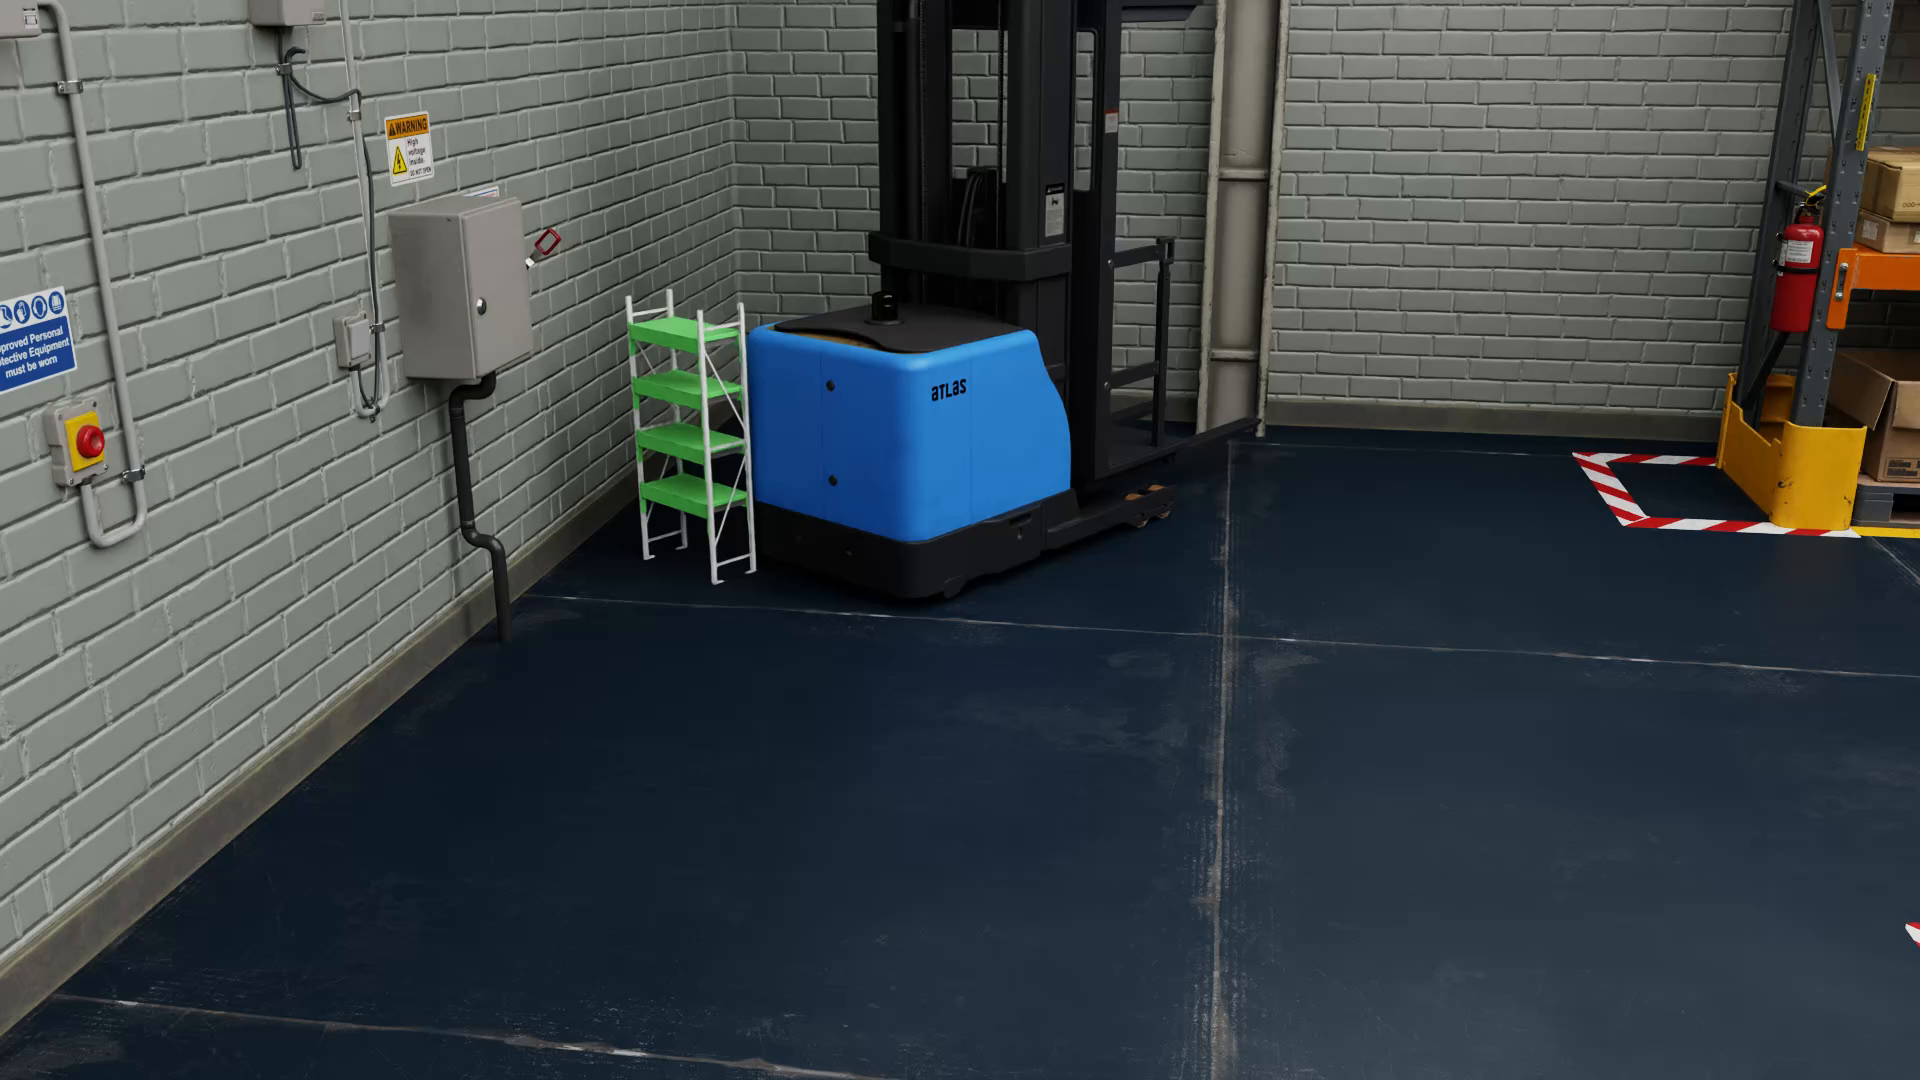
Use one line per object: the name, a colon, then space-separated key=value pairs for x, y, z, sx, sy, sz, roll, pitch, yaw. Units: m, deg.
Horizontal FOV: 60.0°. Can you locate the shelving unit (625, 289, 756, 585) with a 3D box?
shelving unit: x=-1.173 y=-0.455 z=7.269 sx=0.503 sy=1.200 sz=0.258 roll=17 pitch=25 yaw=40

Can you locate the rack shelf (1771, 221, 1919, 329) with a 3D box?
rack shelf: x=6.080 y=-1.217 z=7.845 sx=4.000 sy=0.370 sz=1.077 roll=3 pitch=19 yaw=9

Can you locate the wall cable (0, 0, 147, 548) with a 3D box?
wall cable: x=-2.250 y=-0.876 z=4.044 sx=0.123 sy=1.953 sz=0.585 roll=3 pitch=19 yaw=9

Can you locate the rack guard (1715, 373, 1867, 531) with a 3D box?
rack guard: x=4.180 y=-0.469 z=8.417 sx=0.348 sy=0.500 sz=1.175 roll=3 pitch=19 yaw=9

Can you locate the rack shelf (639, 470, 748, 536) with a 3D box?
rack shelf: x=-1.171 y=-0.168 z=7.367 sx=0.480 sy=0.148 sz=0.258 roll=17 pitch=25 yaw=40

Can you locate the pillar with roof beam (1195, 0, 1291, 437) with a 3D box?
pillar with roof beam: x=0.903 y=-3.573 z=4.299 sx=0.400 sy=9.000 sz=9.100 roll=3 pitch=19 yaw=9

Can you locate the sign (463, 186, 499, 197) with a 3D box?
sign: x=-1.899 y=-1.150 z=6.664 sx=0.001 sy=0.494 sz=0.329 roll=3 pitch=19 yaw=9

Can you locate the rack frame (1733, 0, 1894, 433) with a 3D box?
rack frame: x=4.105 y=-1.658 z=8.032 sx=0.127 sy=3.000 sz=1.000 roll=3 pitch=19 yaw=9

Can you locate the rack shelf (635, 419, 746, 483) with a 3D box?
rack shelf: x=-1.172 y=-0.395 z=7.290 sx=0.480 sy=0.148 sz=0.258 roll=17 pitch=25 yaw=40

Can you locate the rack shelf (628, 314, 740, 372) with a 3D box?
rack shelf: x=-1.175 y=-0.849 z=7.135 sx=0.480 sy=0.148 sz=0.258 roll=17 pitch=25 yaw=40

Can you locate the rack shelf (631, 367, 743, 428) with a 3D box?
rack shelf: x=-1.174 y=-0.622 z=7.212 sx=0.480 sy=0.148 sz=0.258 roll=17 pitch=25 yaw=40

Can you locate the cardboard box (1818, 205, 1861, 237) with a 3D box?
cardboard box: x=4.475 y=-1.607 z=8.273 sx=0.250 sy=0.149 sz=0.380 roll=3 pitch=19 yaw=8

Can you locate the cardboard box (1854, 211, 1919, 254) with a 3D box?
cardboard box: x=4.386 y=-1.437 z=7.766 sx=0.250 sy=0.149 sz=0.380 roll=3 pitch=19 yaw=8

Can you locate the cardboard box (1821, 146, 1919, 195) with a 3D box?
cardboard box: x=4.601 y=-1.788 z=8.188 sx=0.500 sy=0.250 sz=0.500 roll=3 pitch=19 yaw=10

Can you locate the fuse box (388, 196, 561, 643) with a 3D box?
fuse box: x=-1.772 y=-0.419 z=6.360 sx=0.414 sy=1.711 sz=0.539 roll=3 pitch=19 yaw=9

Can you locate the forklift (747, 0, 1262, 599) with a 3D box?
forklift: x=0.406 y=-1.540 z=7.786 sx=1.130 sy=2.935 sz=3.031 roll=15 pitch=24 yaw=38

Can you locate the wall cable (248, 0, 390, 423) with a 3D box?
wall cable: x=-2.036 y=-1.306 z=5.379 sx=0.122 sy=1.984 sz=0.588 roll=3 pitch=19 yaw=9

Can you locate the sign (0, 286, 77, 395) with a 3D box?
sign: x=-2.318 y=-0.496 z=4.131 sx=0.001 sy=0.218 sz=0.327 roll=3 pitch=19 yaw=9

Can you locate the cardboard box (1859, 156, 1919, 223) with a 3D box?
cardboard box: x=4.510 y=-1.621 z=7.688 sx=0.500 sy=0.250 sz=0.500 roll=3 pitch=19 yaw=9

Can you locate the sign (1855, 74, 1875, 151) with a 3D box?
sign: x=4.019 y=-1.899 z=7.387 sx=0.005 sy=0.325 sz=0.100 roll=3 pitch=19 yaw=9

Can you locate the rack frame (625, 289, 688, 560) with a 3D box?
rack frame: x=-1.351 y=-0.508 z=7.427 sx=0.015 sy=1.200 sz=0.240 roll=17 pitch=25 yaw=40

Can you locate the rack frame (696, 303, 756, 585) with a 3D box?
rack frame: x=-0.994 y=-0.402 z=7.111 sx=0.015 sy=1.200 sz=0.240 roll=17 pitch=25 yaw=40

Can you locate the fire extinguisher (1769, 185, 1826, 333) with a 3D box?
fire extinguisher: x=3.886 y=-1.307 z=7.693 sx=0.183 sy=0.674 sz=0.296 roll=3 pitch=19 yaw=9

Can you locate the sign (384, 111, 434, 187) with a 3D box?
sign: x=-1.986 y=-1.415 z=6.004 sx=0.001 sy=0.242 sz=0.339 roll=3 pitch=19 yaw=9

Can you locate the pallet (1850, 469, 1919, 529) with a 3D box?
pallet: x=4.967 y=-0.292 z=8.344 sx=1.213 sy=0.211 sz=1.003 roll=3 pitch=19 yaw=9

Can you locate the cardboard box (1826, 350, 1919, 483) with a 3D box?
cardboard box: x=4.694 y=-0.613 z=8.181 sx=0.637 sy=0.503 sz=0.797 roll=2 pitch=19 yaw=6
